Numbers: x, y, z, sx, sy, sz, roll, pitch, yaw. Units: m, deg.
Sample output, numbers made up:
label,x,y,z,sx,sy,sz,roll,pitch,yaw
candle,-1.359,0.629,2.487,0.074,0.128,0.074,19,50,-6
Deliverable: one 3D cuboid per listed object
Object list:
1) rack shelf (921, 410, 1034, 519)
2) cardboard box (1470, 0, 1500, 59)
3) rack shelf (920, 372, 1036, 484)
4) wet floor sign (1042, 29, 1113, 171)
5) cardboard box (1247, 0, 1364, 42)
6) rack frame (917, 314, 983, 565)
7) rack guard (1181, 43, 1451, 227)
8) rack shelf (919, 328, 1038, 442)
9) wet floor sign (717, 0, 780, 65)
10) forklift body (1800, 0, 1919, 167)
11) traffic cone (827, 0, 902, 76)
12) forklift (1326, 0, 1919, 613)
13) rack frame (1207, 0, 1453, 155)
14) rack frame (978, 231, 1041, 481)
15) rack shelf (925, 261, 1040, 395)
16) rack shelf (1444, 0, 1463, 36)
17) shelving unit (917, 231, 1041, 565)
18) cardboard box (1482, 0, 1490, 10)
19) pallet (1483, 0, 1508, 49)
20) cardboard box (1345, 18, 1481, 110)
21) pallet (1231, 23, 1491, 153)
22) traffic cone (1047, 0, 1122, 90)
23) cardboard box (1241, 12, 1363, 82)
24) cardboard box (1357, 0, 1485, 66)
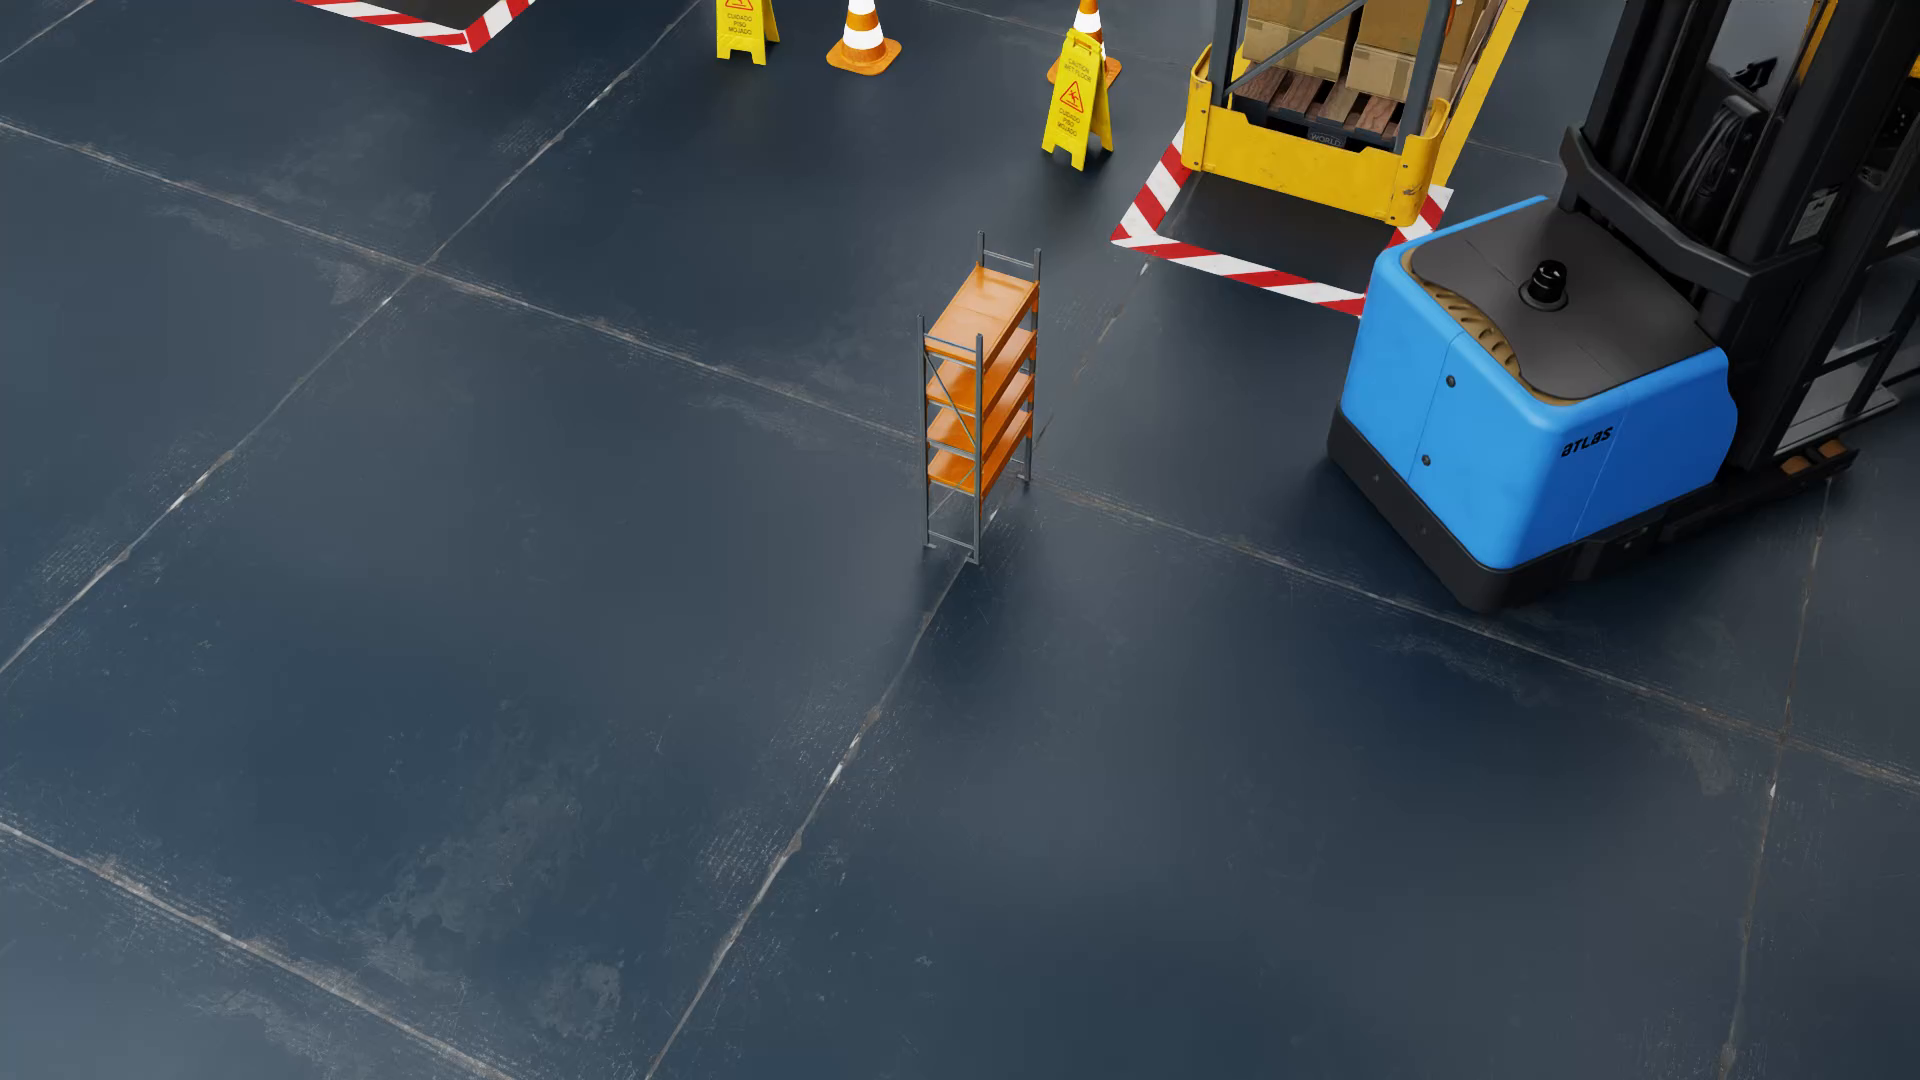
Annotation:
label,x,y,z,sx,sy,sz,roll,pitch,yaw
rack shelf,0.071,-0.331,6.408,0.258,0.148,0.480,20,52,16
cardboard box,2.448,-2.741,8.457,0.500,0.250,0.500,22,53,17
rack shelf,0.071,-0.459,6.256,0.258,0.148,0.480,20,52,16
wet floor sign,0.580,-2.135,7.958,0.232,0.644,0.267,-37,59,-27
cardboard box,1.735,-2.806,8.020,0.500,0.500,0.500,20,53,16
rack frame,-0.034,-0.335,6.062,0.240,1.200,0.015,20,52,16
rack guard,1.661,-1.923,7.873,1.175,0.500,0.348,20,52,16
rack shelf,0.071,-0.604,6.086,0.258,0.148,0.480,20,52,16
wet floor sign,-1.113,-2.795,8.520,0.267,0.644,0.232,12,51,10
forklift body,5.278,-2.693,7.444,2.313,2.155,1.214,20,52,16
traffic cone,-0.503,-2.702,8.560,0.336,0.463,0.334,20,52,16
forklift,3.050,-1.472,5.893,3.031,2.935,1.130,-21,53,-17
rack frame,1.628,-2.681,6.877,1.000,3.000,0.127,20,52,16
rack frame,0.175,-0.671,6.348,0.240,1.200,0.015,20,52,16
rack shelf,0.071,-0.757,5.906,0.258,0.148,0.480,20,52,16
rack shelf,2.483,-3.825,8.323,1.077,0.370,4.000,20,52,16
shelving unit,0.071,-0.503,6.205,0.258,1.200,0.503,20,52,16
cardboard box,2.452,-3.013,8.196,0.500,0.500,0.500,18,52,15
pallet,2.562,-3.215,9.162,1.003,0.211,1.213,20,52,16
cardboard box,2.223,-2.392,8.160,0.500,0.250,0.500,19,52,16
pallet,2.040,-2.378,8.450,1.003,0.211,1.213,20,52,16
traffic cone,0.646,-2.575,8.452,0.336,0.463,0.334,20,52,16
cardboard box,1.741,-2.587,8.326,0.500,0.250,0.500,20,52,16
cardboard box,2.233,-2.651,7.889,0.500,0.500,0.500,18,52,15
